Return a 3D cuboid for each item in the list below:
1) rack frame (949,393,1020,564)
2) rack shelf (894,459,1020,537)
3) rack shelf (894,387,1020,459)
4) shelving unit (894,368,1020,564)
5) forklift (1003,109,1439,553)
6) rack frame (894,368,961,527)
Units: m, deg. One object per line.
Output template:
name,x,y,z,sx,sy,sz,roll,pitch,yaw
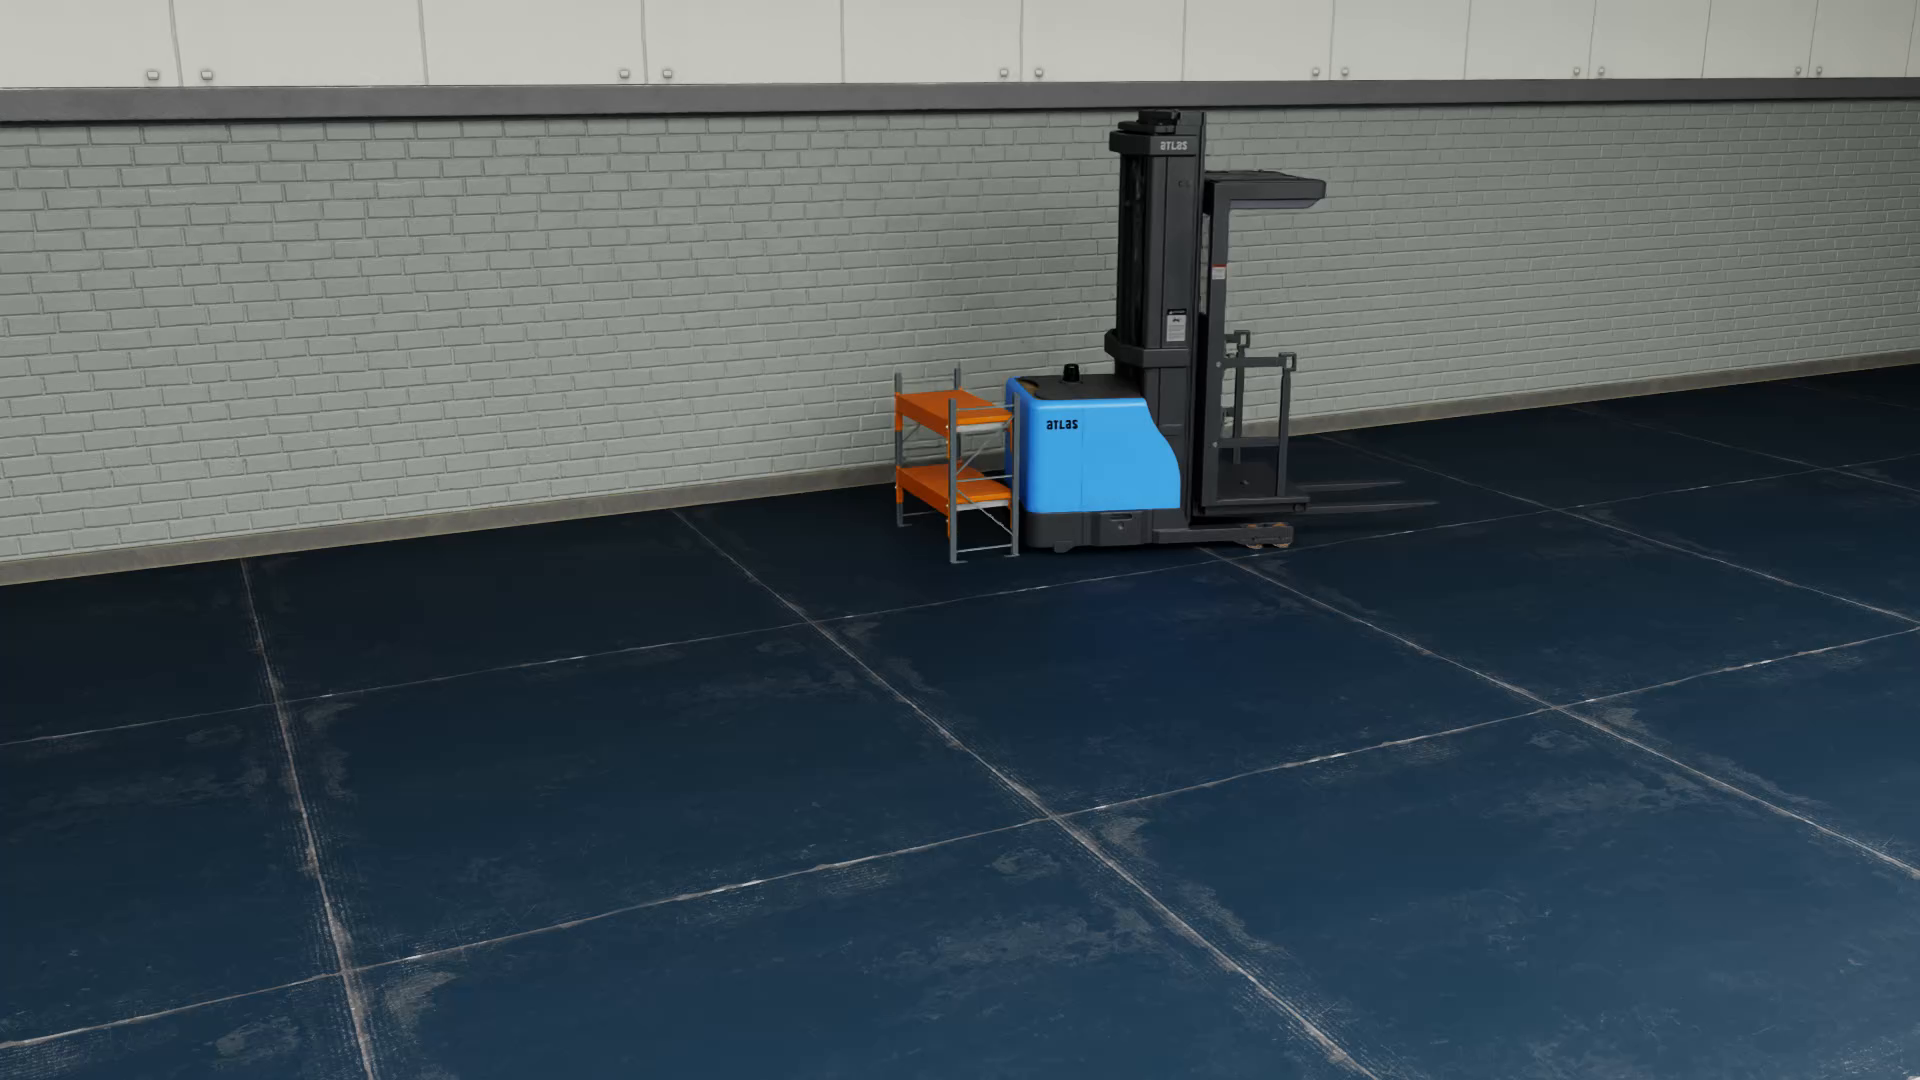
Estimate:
rack frame,0.162,-0.410,11.139,0.500,1.125,0.032,-7,17,-22
rack shelf,-0.033,-0.304,11.657,0.538,0.278,1.000,-7,17,-22
rack shelf,-0.033,-0.820,11.509,0.538,0.278,1.000,-7,17,-22
shelving unit,-0.033,-0.539,11.590,0.538,1.125,1.048,-7,17,-22
forklift,1.875,-1.488,11.623,3.031,2.935,1.130,-2,16,-8
rack frame,-0.229,-0.668,12.041,0.500,1.125,0.032,-7,17,-22
